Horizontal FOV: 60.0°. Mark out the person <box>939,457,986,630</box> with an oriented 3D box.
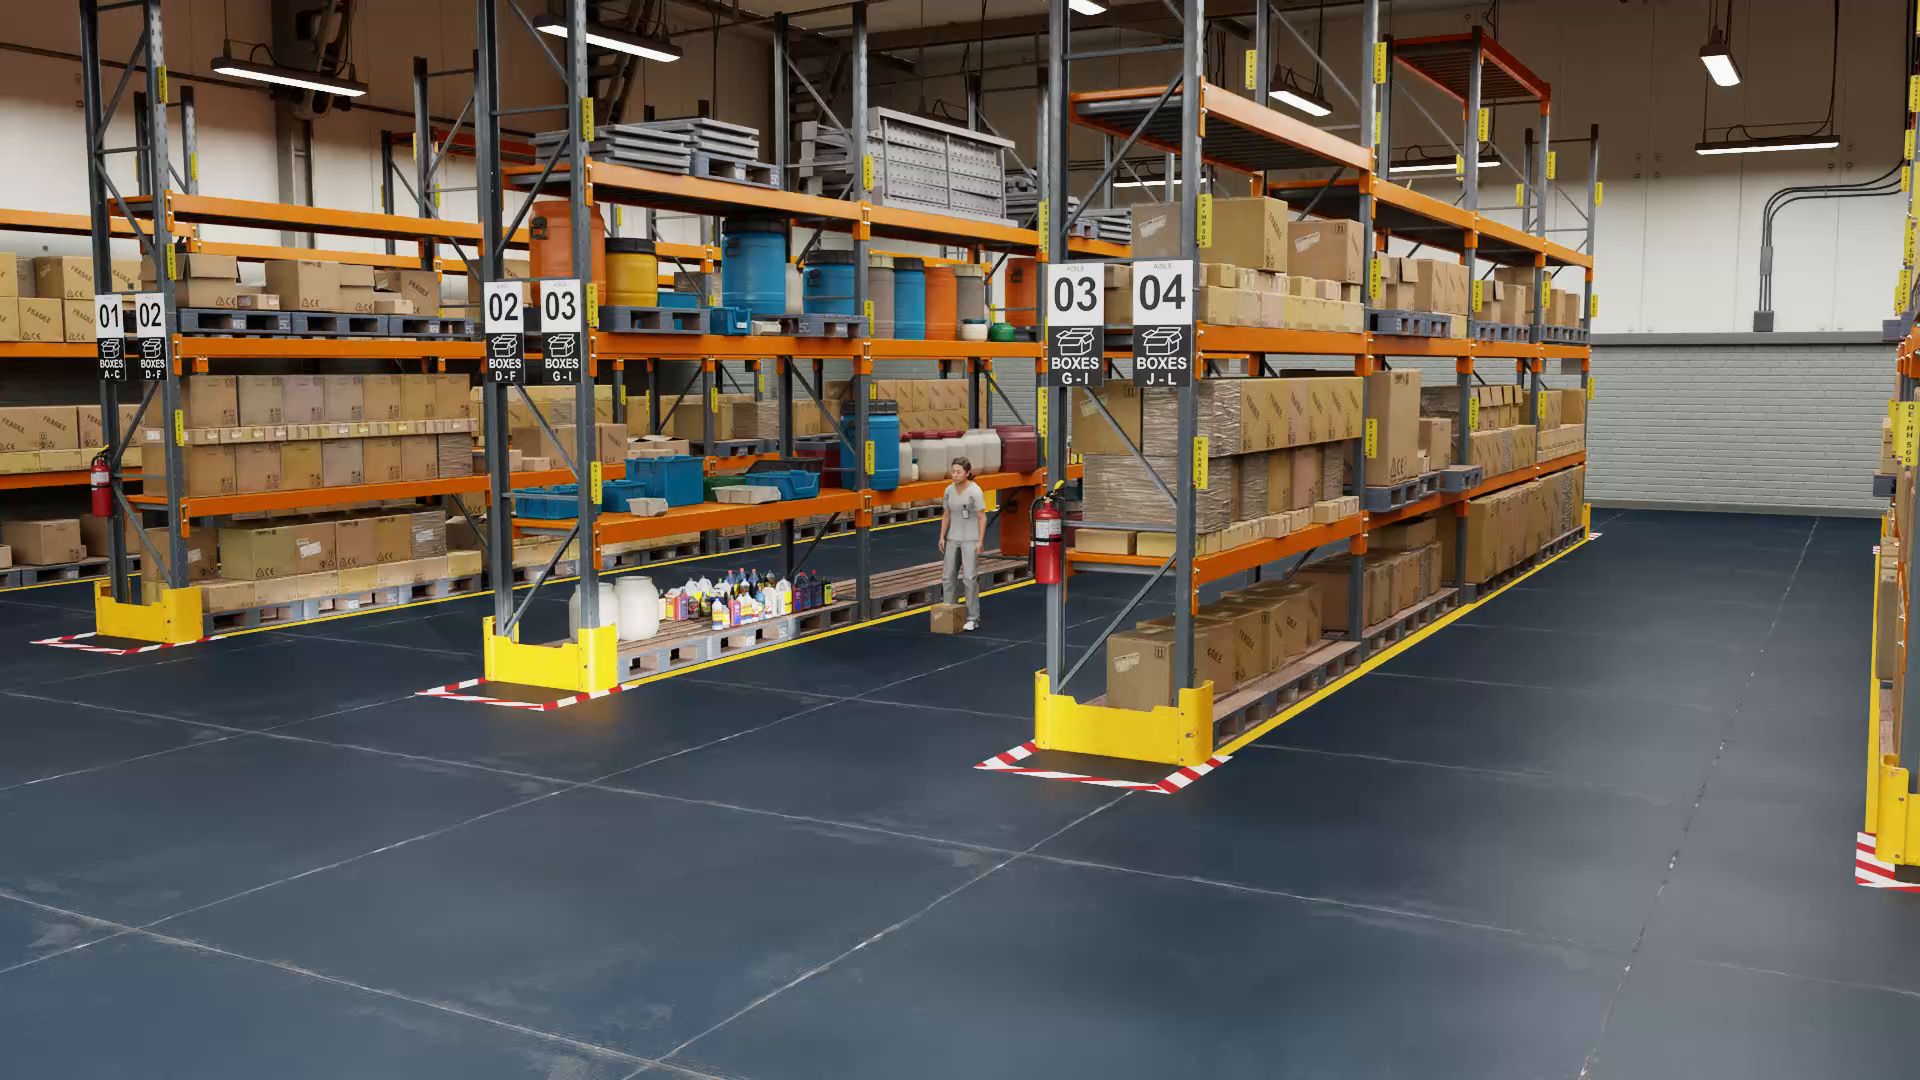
[{"bbox_3d":[0.021,0.026,16.099,0.502,1.669,0.354,4,7,32],"label":"person"}]
